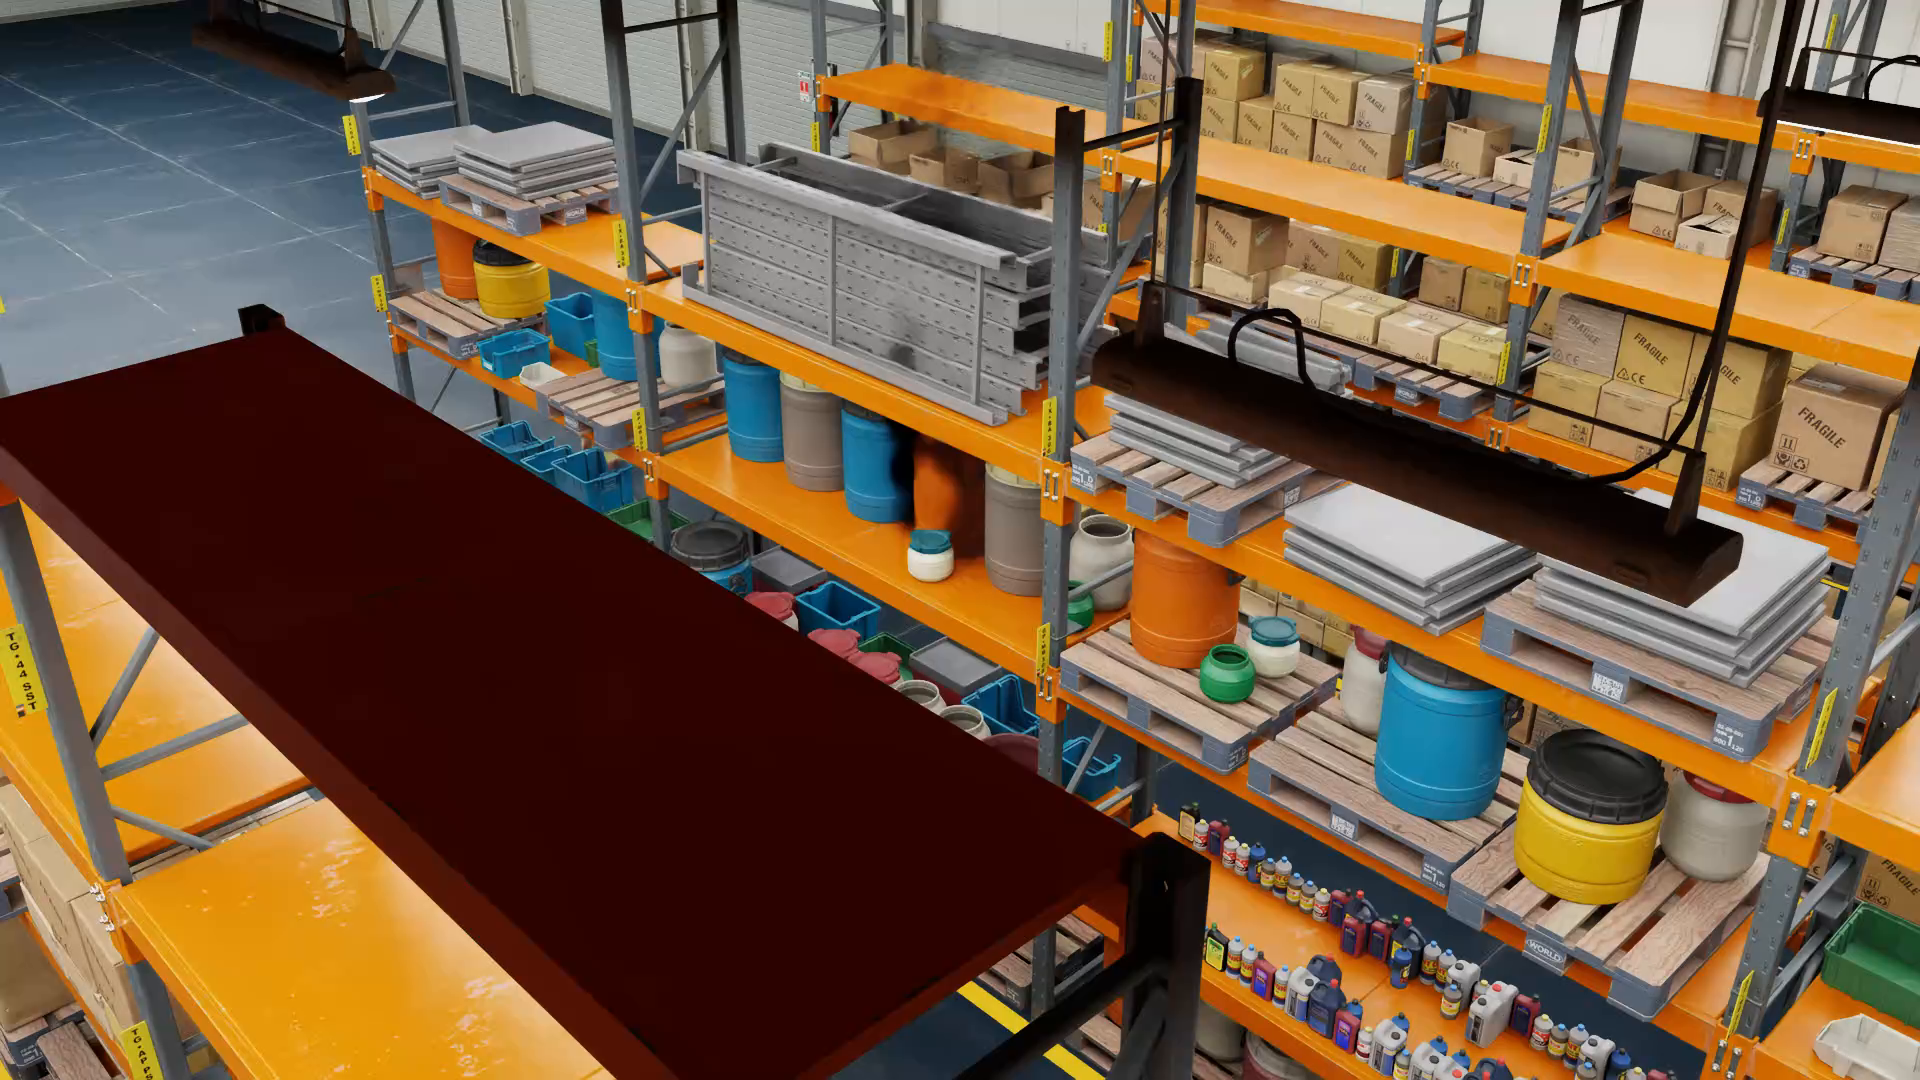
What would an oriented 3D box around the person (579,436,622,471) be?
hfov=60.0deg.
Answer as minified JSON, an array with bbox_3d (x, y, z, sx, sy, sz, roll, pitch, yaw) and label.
[{"bbox_3d":[-3.501,-0.757,16.556,0.682,1.704,0.563,16,32,27],"label":"person"}]
